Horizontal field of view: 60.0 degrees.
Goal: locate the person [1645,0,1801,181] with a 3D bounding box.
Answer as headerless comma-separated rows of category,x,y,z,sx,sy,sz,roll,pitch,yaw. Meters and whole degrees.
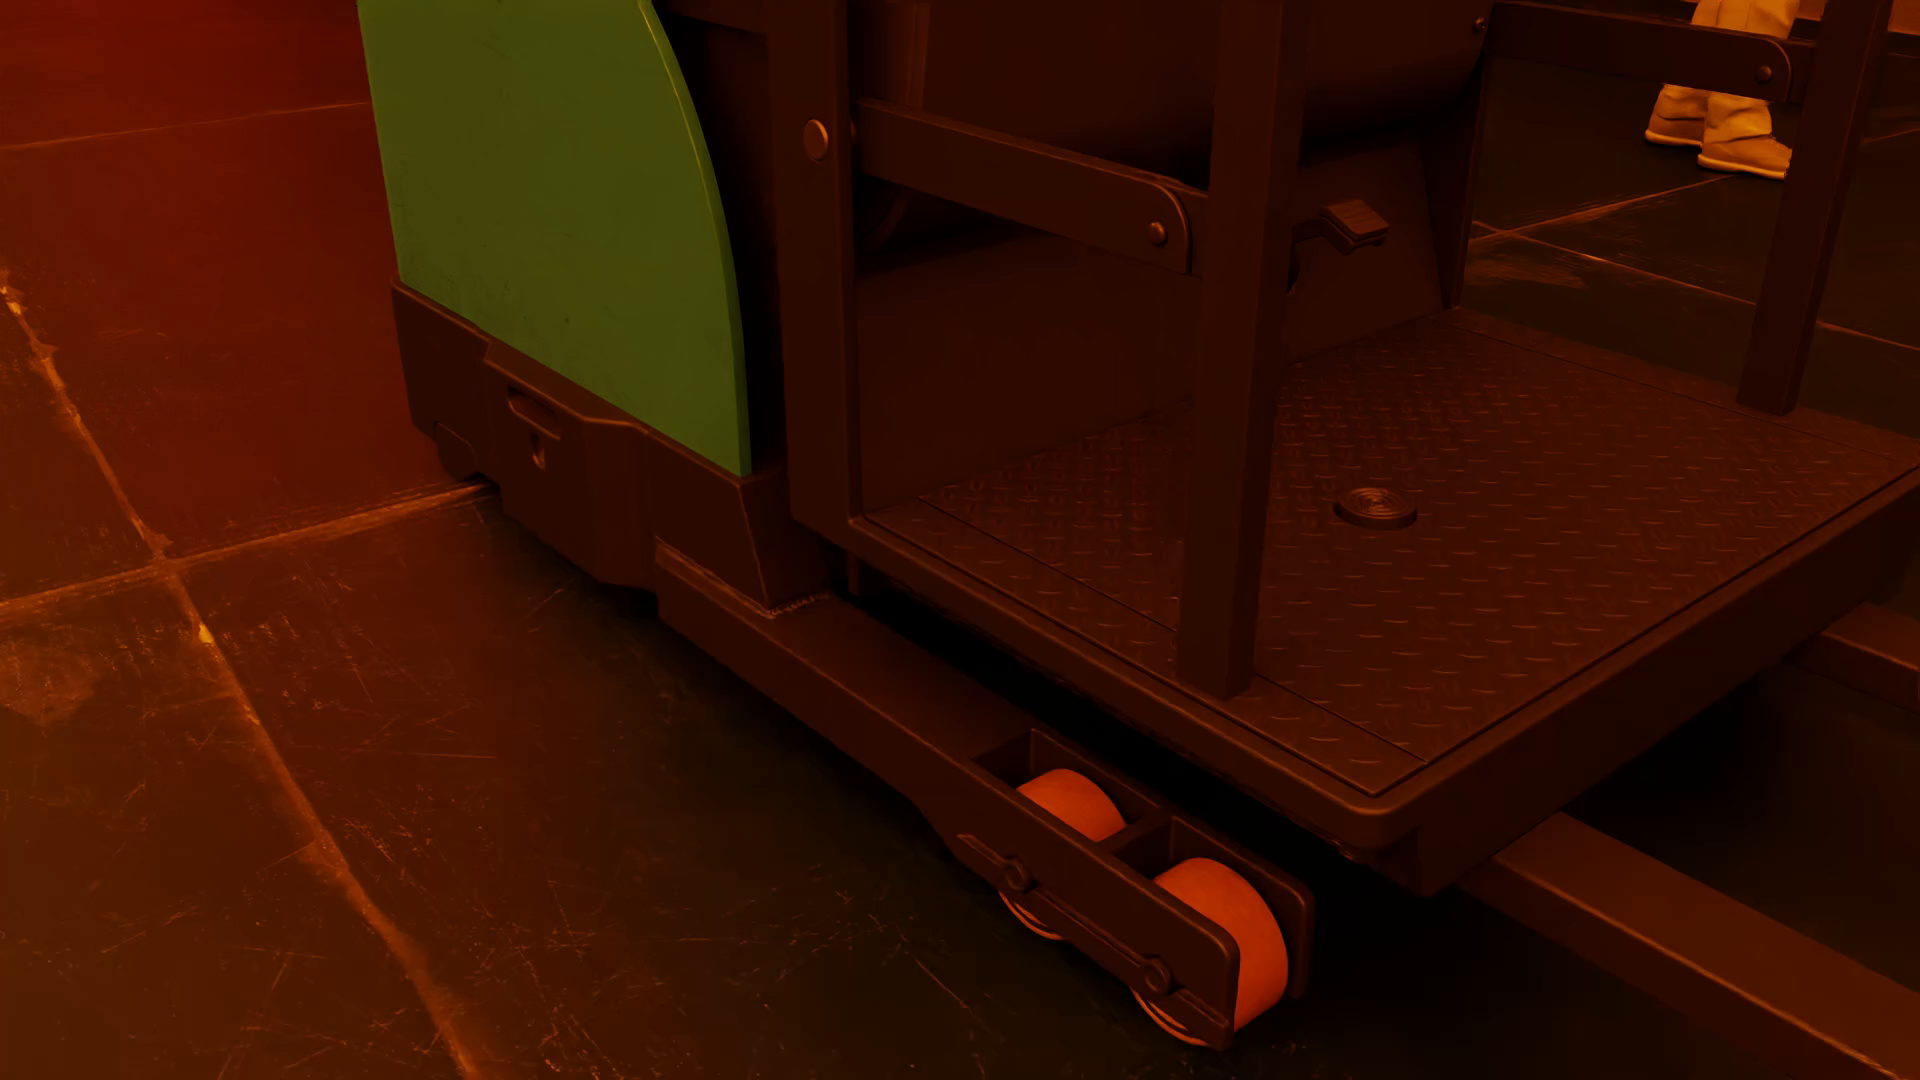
person,2.147,-1.850,4.237,0.534,1.749,0.738,15,30,28

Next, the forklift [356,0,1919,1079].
forklift,0.426,-1.096,1.416,1.130,2.935,3.031,-21,33,-35
